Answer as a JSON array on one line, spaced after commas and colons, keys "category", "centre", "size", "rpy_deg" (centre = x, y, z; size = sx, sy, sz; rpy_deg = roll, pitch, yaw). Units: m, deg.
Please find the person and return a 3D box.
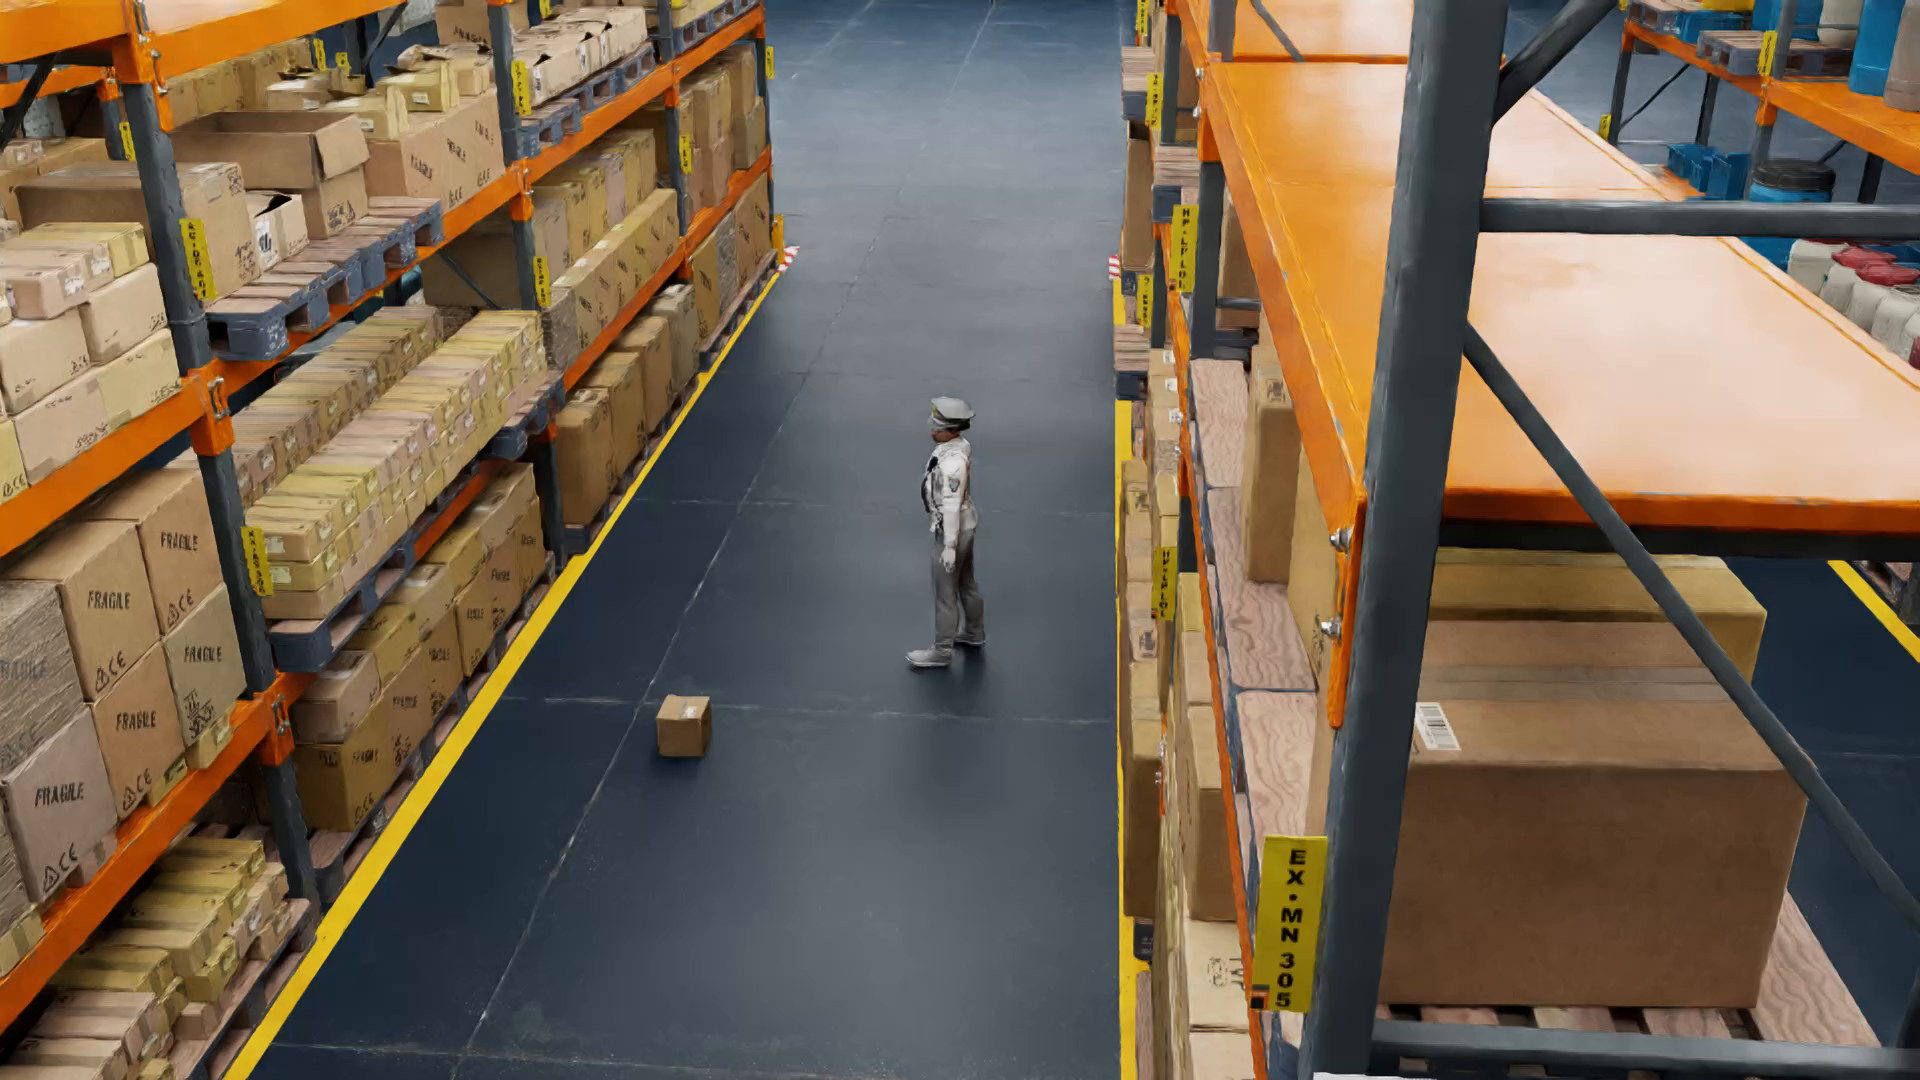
[{"category": "person", "centre": [-0.084, -0.051, 10.034], "size": [0.478, 1.672, 0.567], "rpy_deg": [2, 25, 4]}]
